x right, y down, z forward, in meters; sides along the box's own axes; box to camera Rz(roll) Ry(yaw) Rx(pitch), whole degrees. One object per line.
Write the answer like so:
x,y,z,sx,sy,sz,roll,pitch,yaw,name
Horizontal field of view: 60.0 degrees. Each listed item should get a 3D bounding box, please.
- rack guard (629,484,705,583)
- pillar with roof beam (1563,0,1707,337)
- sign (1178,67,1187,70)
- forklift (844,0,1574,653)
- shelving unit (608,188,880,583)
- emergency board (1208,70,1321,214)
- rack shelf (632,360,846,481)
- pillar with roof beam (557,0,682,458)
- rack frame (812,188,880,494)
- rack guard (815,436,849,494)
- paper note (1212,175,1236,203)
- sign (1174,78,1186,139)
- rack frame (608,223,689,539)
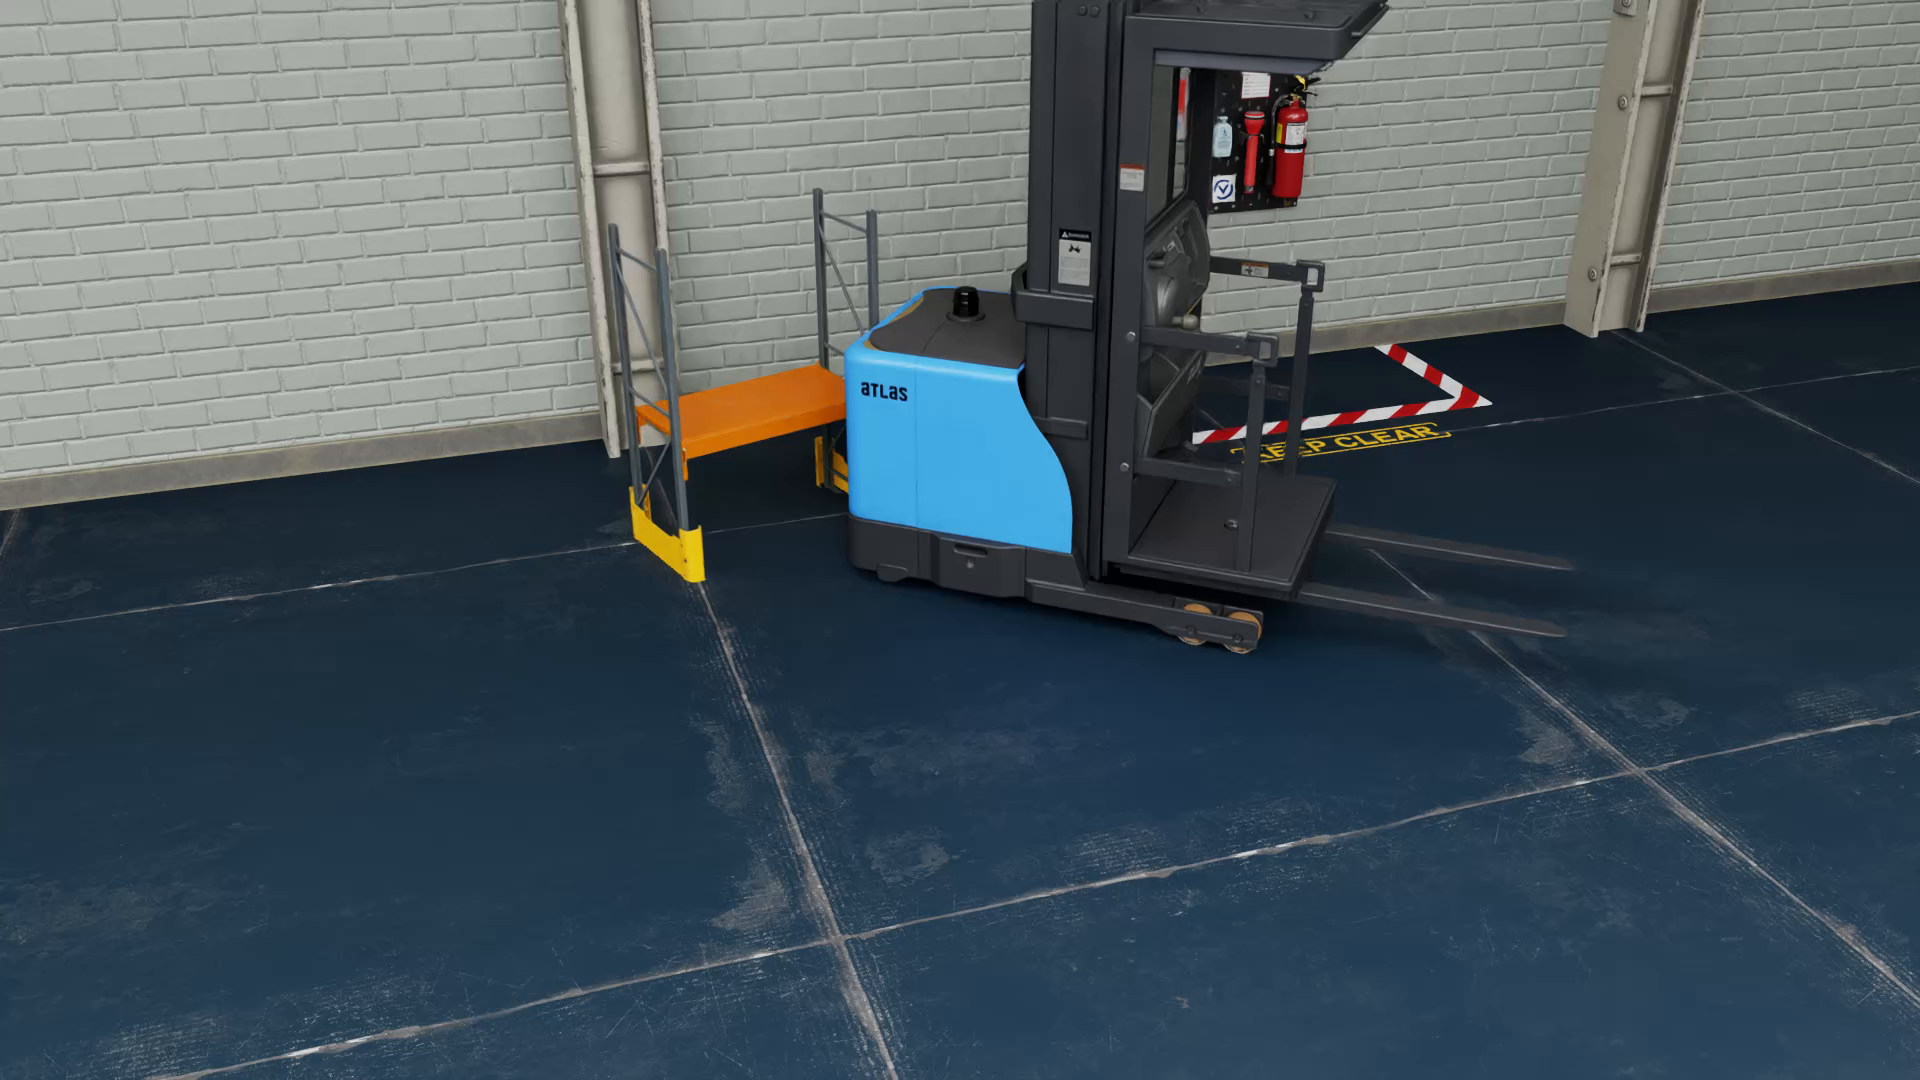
-1.331,-0.035,7.540,0.087,0.250,0.587,-18,31,-31,rack guard
5.367,-3.553,4.787,0.400,9.000,9.100,-8,28,-16,pillar with roof beam
1.122,-2.580,8.937,0.331,0.109,0.001,-8,28,-16,sign
1.068,-1.116,6.702,3.031,2.935,1.130,10,28,19,forklift
-0.926,-0.724,7.521,1.083,1.500,0.587,-18,31,-31,shelving unit
1.672,-2.362,9.134,0.643,1.169,0.194,-8,28,-16,emergency board
-0.933,-0.560,7.597,1.000,0.185,0.538,-18,31,-31,rack shelf
-0.338,-2.727,3.123,0.400,9.000,9.100,-8,28,-16,pillar with roof beam
-0.520,-0.853,7.781,0.032,1.500,0.500,-18,31,-31,rack frame
-0.521,-0.293,8.059,0.087,0.250,0.587,-18,31,-31,rack guard
1.483,-1.972,9.340,0.142,0.148,0.016,-8,28,-16,paper note
1.115,-2.345,9.061,0.234,0.329,0.001,-8,28,-16,sign
-1.347,-0.590,7.252,0.032,1.500,0.500,-18,31,-31,rack frame
